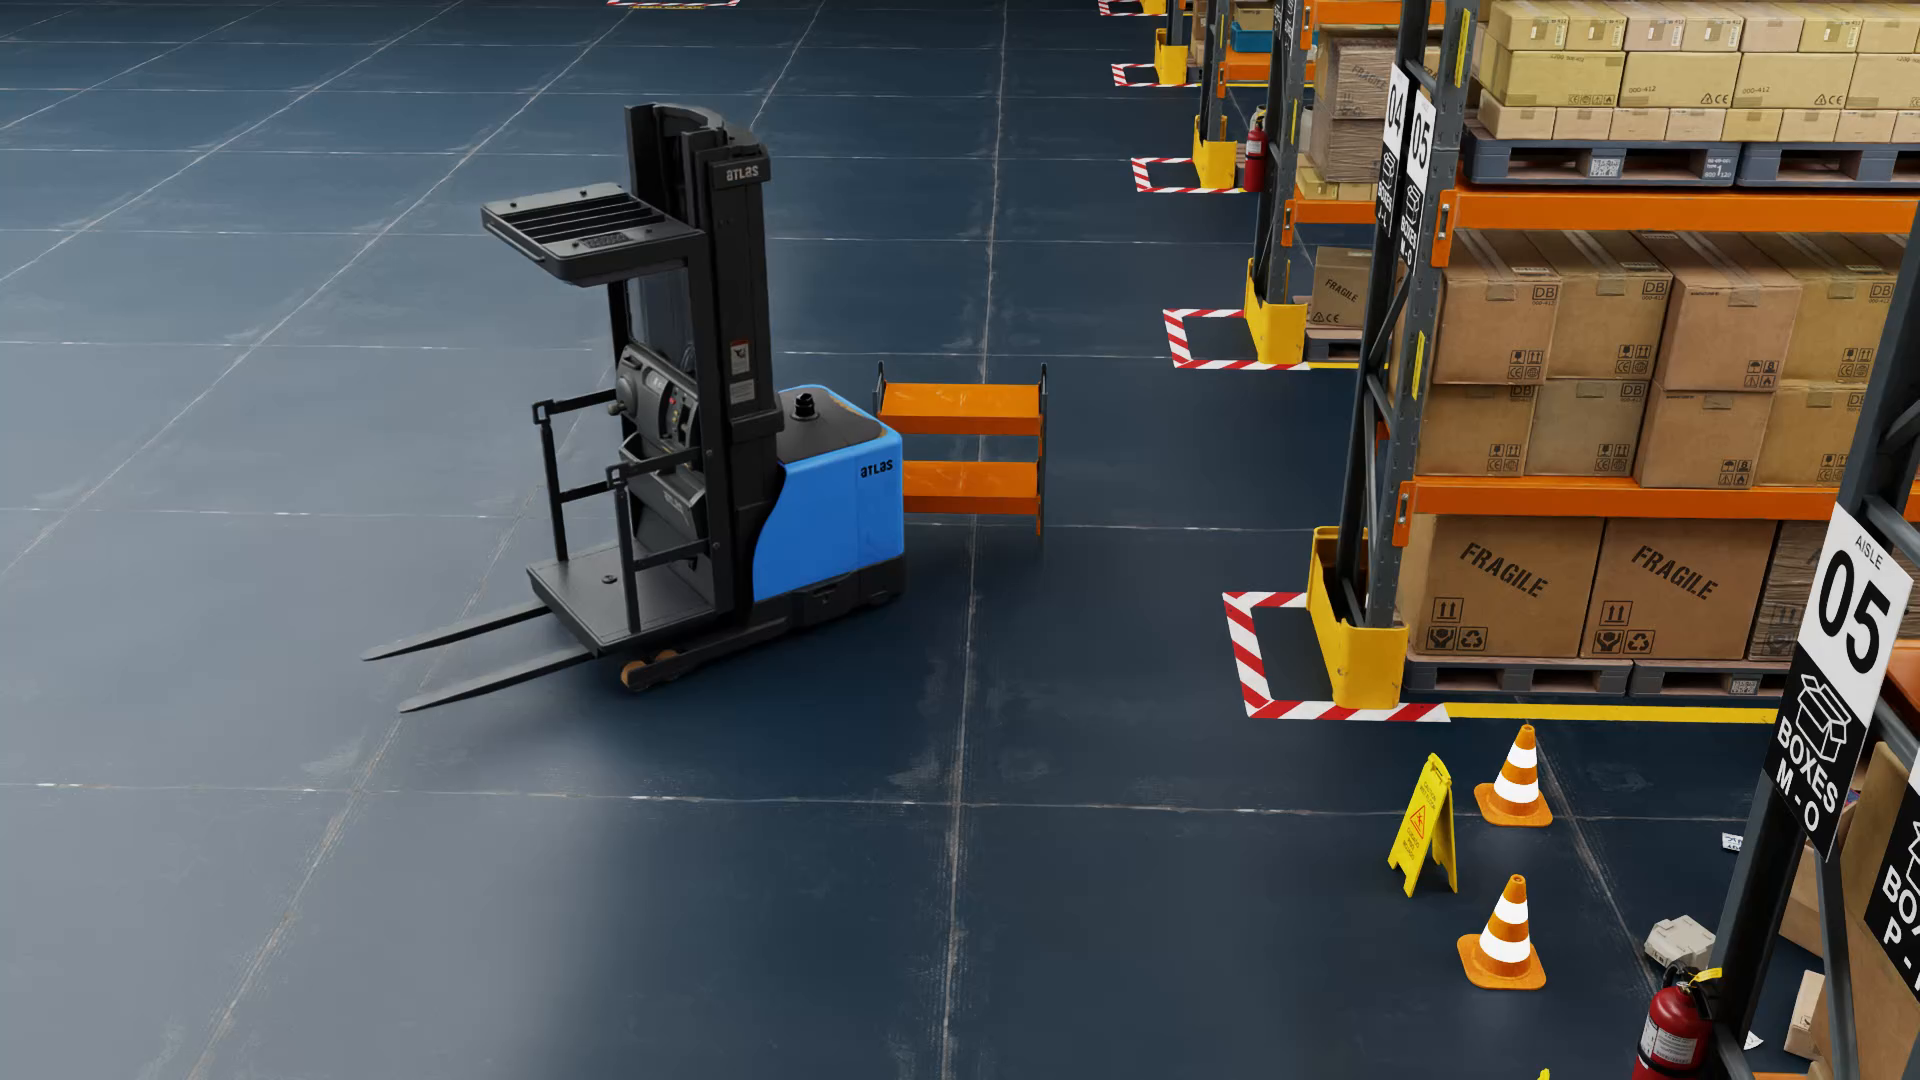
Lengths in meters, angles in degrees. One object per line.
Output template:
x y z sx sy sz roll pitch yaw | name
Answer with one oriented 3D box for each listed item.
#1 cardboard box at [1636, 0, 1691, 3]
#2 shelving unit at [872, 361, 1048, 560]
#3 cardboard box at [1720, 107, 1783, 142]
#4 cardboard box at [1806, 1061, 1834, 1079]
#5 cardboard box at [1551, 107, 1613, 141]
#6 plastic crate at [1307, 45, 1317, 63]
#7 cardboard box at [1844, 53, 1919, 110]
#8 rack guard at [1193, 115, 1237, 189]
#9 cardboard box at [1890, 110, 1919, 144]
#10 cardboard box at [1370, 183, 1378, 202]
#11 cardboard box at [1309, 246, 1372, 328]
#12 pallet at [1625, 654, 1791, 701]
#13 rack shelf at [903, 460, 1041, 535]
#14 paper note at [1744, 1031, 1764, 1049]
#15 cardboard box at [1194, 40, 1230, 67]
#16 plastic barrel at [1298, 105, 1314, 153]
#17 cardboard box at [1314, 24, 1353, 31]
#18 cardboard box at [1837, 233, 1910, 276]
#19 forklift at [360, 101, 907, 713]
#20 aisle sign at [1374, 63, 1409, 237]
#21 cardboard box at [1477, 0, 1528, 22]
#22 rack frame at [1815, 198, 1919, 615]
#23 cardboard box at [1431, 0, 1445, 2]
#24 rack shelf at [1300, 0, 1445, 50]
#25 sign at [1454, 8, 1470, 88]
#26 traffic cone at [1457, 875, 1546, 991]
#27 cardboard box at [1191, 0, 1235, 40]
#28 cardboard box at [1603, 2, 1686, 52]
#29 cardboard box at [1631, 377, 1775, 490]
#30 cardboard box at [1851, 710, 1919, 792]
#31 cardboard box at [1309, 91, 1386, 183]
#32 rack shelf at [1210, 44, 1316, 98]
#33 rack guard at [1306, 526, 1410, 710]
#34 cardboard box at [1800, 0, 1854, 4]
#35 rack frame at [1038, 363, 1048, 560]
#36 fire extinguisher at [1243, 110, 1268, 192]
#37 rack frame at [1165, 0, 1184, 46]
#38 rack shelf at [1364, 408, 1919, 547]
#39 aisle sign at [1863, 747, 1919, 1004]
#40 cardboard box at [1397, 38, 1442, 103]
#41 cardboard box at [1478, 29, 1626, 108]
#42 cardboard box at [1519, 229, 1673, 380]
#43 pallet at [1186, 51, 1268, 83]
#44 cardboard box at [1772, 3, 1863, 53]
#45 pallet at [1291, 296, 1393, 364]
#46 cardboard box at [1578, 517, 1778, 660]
3.358 -2.624 8.082 0.250 0.149 0.380 1 28 3 | cardboard box
0.007 -0.497 10.412 1.048 1.125 0.538 1 28 2 | shelving unit
3.585 -1.959 7.678 0.250 0.149 0.380 1 28 2 | cardboard box
2.552 1.649 4.631 0.250 0.149 0.380 2 28 4 | cardboard box
2.831 -1.971 7.702 0.250 0.149 0.380 1 28 2 | cardboard box
3.579 -5.043 17.268 0.250 0.136 0.298 1 28 2 | plastic crate
4.231 -2.155 7.622 0.500 0.250 0.500 1 28 2 | cardboard box
2.773 -4.242 18.143 0.348 0.500 1.175 1 28 2 | rack guard
4.342 -1.946 7.654 0.250 0.149 0.380 1 28 2 | cardboard box
3.296 -2.755 12.939 0.250 0.149 0.380 1 28 2 | cardboard box
3.144 -2.070 13.598 0.500 0.500 0.500 6 29 11 | cardboard box
4.263 0.543 9.426 1.213 0.211 1.003 1 28 2 | pallet
0.007 -0.281 10.526 1.000 0.278 0.538 1 28 2 | rack shelf
3.186 2.027 6.818 0.142 0.019 0.148 -9 29 -16 | paper note
3.402 -6.501 22.225 0.500 0.250 0.500 1 28 2 | cardboard box
3.857 -4.428 18.034 0.421 0.512 0.421 0 28 0 | plastic barrel
4.901 -6.807 22.000 0.500 0.500 0.500 1 28 2 | cardboard box
4.786 -1.214 8.451 0.550 0.550 0.875 1 28 2 | cardboard box
-1.819 -0.746 8.953 3.031 2.935 1.130 -18 33 -30 | forklift
2.185 -1.977 8.427 0.004 0.787 0.394 1 28 2 | aisle sign
2.593 -2.637 8.106 0.250 0.149 0.380 1 28 2 | cardboard box
2.171 -1.019 2.990 0.127 3.000 1.000 1 28 2 | rack frame
3.509 -4.131 12.224 0.500 0.250 0.500 0 28 1 | cardboard box
4.520 -3.981 12.549 4.000 0.370 1.077 1 28 2 | rack shelf
2.219 -2.174 7.353 0.005 0.325 0.100 1 28 2 | sign
2.346 1.631 7.105 0.334 0.463 0.336 1 28 2 | traffic cone
3.421 -7.076 22.508 0.500 0.500 0.500 1 28 2 | cardboard box
3.073 -2.320 7.509 0.250 0.149 0.380 1 28 1 | cardboard box
3.723 -0.701 8.636 0.550 0.550 0.875 1 28 2 | cardboard box
4.655 0.937 8.371 0.500 0.500 0.500 6 28 11 | cardboard box
3.070 -3.161 13.011 0.500 0.500 0.875 1 28 2 | cardboard box
4.694 -4.974 17.625 4.000 0.370 1.077 1 28 2 | rack shelf
2.221 0.417 9.355 0.348 0.500 1.175 1 28 2 | rack guard
4.118 -2.611 8.058 0.250 0.149 0.380 1 28 2 | cardboard box
0.515 -0.488 10.396 0.032 1.125 0.500 1 28 2 | rack frame
2.423 -3.190 13.574 0.183 0.674 0.296 1 28 2 | fire extinguisher
2.874 -7.644 21.892 0.127 3.000 1.000 1 28 2 | rack frame
4.244 -0.336 8.875 4.000 0.370 1.077 1 28 2 | rack shelf
2.098 0.627 3.514 0.004 0.787 0.394 1 28 2 | aisle sign
3.560 -3.476 12.538 0.500 0.500 0.500 1 28 2 | cardboard box
2.718 -2.179 7.668 0.500 0.250 0.500 1 28 2 | cardboard box
3.167 -1.240 8.499 0.550 0.550 0.875 1 28 2 | cardboard box
3.640 -6.419 22.558 1.213 0.211 1.003 1 28 2 | pallet
3.837 -2.307 7.484 0.250 0.149 0.380 1 28 1 | cardboard box
3.407 -1.744 13.739 1.213 0.211 1.003 1 28 2 | pallet
3.804 0.060 9.180 0.875 0.875 0.875 1 28 1 | cardboard box
